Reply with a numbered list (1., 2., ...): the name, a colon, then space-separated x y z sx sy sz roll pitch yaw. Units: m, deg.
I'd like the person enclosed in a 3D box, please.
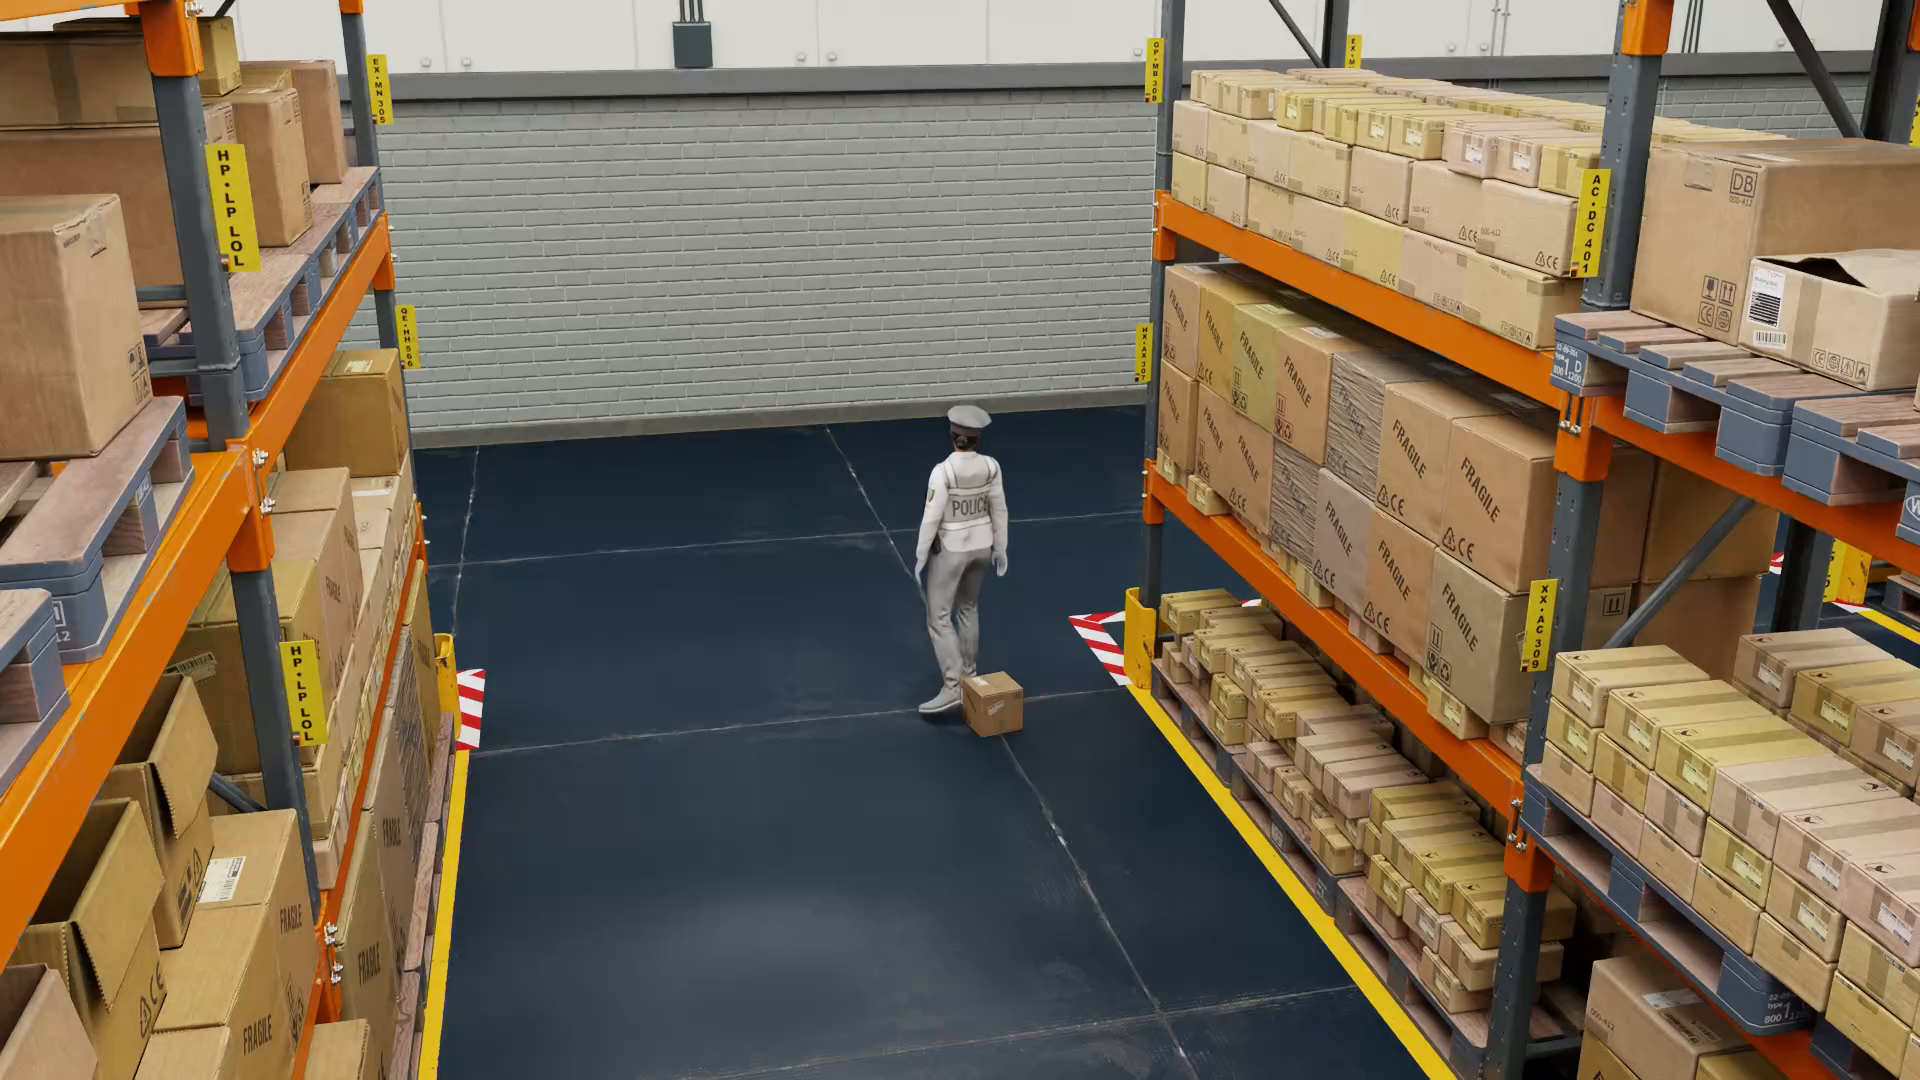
1. person: -0.026 0.112 9.249 0.727 1.654 0.547 -15 25 -36
